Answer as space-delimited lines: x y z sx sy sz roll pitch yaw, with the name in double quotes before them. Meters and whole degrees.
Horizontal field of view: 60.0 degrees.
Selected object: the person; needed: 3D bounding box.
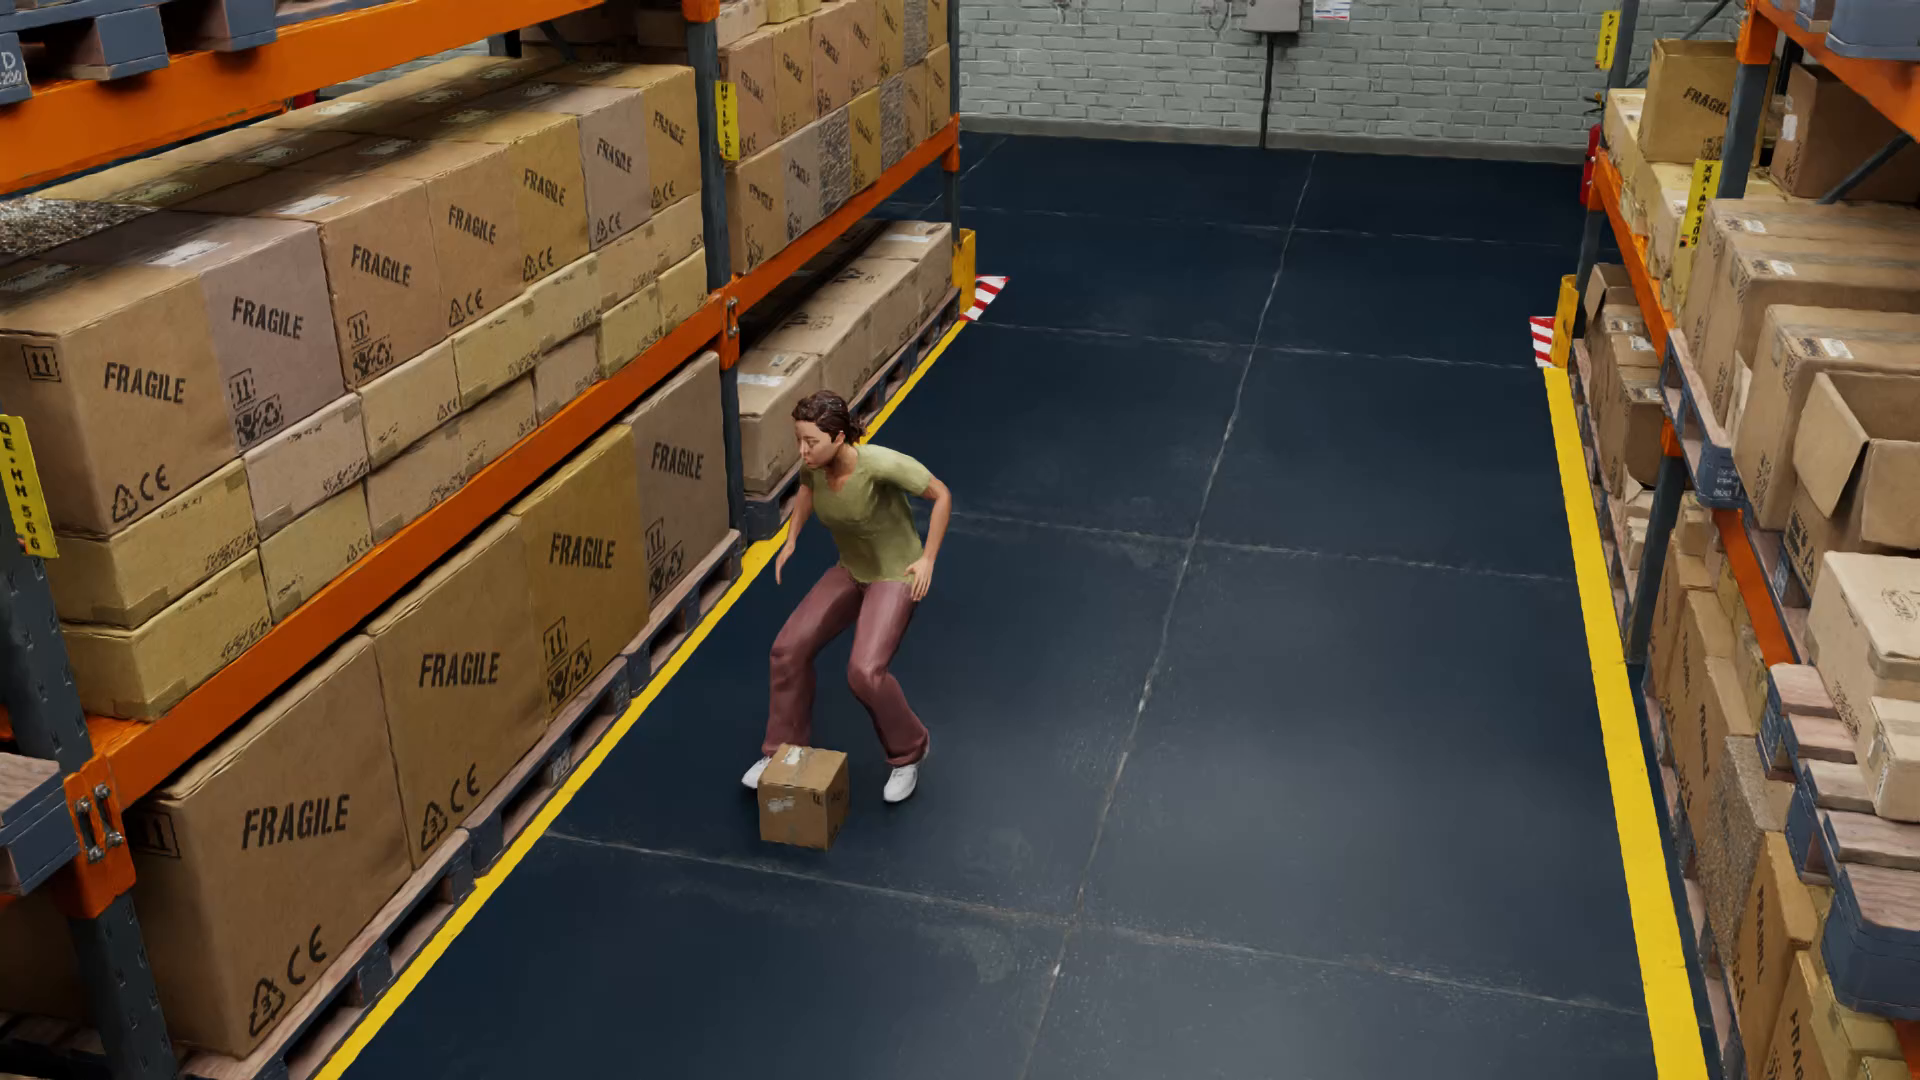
"person" -0.447 0.269 5.966 0.680 1.291 0.734 18 31 33
